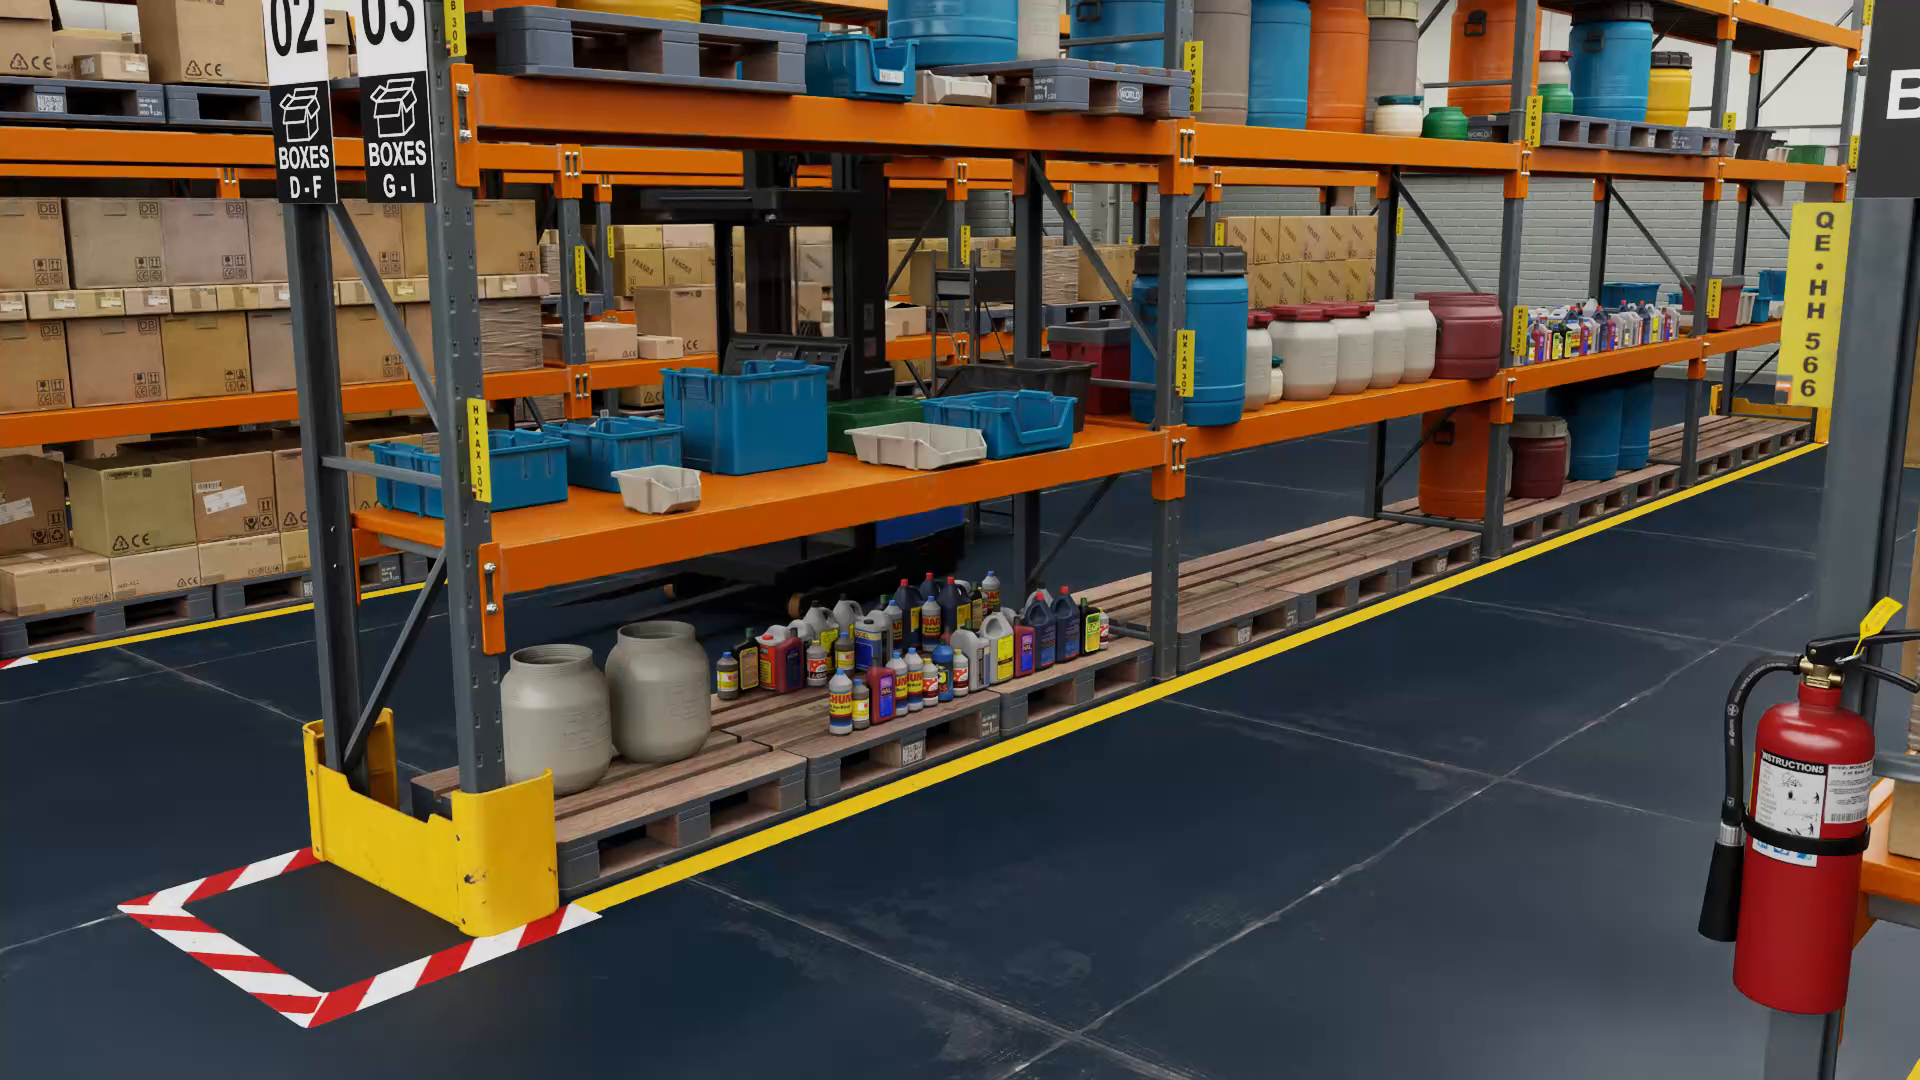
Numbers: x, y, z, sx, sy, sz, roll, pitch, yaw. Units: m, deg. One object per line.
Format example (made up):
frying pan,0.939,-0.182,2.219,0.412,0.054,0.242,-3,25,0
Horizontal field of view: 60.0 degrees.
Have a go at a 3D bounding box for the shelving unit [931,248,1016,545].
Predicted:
shelving unit,0.109,-1.054,12.127,0.431,2.100,0.503,10,15,40

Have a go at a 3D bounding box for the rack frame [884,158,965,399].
rack frame,-0.372,-2.039,14.760,1.000,3.000,0.127,10,15,40

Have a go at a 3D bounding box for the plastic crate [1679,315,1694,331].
plastic crate,6.401,-1.936,14.767,0.396,0.136,0.243,10,15,40

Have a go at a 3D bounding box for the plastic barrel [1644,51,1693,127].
plastic barrel,5.537,-3.595,13.340,0.600,0.588,0.600,0,11,0

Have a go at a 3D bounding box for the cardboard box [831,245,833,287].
cardboard box,-1.571,-3.371,20.366,0.500,0.500,0.500,9,15,39

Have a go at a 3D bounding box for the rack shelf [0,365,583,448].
rack shelf,-4.333,-0.803,10.411,1.077,0.370,4.000,10,15,40

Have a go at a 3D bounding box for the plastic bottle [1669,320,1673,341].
plastic bottle,5.913,-1.768,13.914,0.097,0.201,0.097,0,11,0

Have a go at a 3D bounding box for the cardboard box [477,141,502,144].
cardboard box,-5.021,-4.031,16.763,0.637,0.503,0.797,-10,15,-40

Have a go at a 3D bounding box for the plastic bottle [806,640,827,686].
plastic bottle,-0.667,0.568,7.728,0.097,0.201,0.097,0,11,0

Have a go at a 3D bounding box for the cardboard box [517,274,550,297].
cardboard box,-3.031,-1.750,11.401,0.380,0.149,0.250,10,15,40

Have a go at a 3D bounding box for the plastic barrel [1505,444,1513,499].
plastic barrel,3.962,-0.552,12.598,0.421,0.512,0.421,0,11,0

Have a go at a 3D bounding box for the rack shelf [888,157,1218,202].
rack shelf,0.948,-3.451,16.010,1.077,0.370,4.000,10,15,40

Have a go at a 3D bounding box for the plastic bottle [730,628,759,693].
plastic bottle,-0.988,0.549,7.615,0.061,0.283,0.133,10,15,42

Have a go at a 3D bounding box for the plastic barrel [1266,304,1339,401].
plastic barrel,1.986,-1.096,9.694,0.433,0.535,0.433,0,11,0

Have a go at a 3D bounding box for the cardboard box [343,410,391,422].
cardboard box,-5.959,-1.273,16.185,0.700,0.500,0.500,9,15,39

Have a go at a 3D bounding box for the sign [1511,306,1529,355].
sign,3.764,-1.408,11.184,0.100,0.325,0.005,10,15,40

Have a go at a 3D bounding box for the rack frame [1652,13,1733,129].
rack frame,5.987,-4.928,13.910,1.000,3.000,0.127,10,15,40

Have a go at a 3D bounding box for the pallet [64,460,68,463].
pallet,-7.153,-0.619,14.773,1.003,0.211,1.213,10,15,40

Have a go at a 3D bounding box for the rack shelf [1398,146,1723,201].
rack shelf,4.667,-2.810,12.801,1.077,0.370,4.000,10,15,40

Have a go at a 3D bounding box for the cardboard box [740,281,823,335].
cardboard box,-1.467,-1.839,13.503,0.500,0.500,0.500,9,14,37

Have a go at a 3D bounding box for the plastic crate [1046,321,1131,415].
plastic crate,0.796,-0.951,9.153,0.402,0.464,0.583,10,15,40

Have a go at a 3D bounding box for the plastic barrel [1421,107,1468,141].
plastic barrel,3.222,-2.750,11.057,0.294,0.245,0.294,0,11,0

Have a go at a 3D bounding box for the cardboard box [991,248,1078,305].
cardboard box,0.706,-2.511,15.796,0.500,0.500,0.700,-9,14,-37

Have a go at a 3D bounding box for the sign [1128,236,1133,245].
sign,1.856,-3.121,17.967,0.100,0.325,0.005,10,15,40

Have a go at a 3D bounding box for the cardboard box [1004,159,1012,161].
cardboard box,0.227,-3.702,15.175,0.910,0.500,0.500,10,15,40

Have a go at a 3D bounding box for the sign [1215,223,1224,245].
sign,2.688,-3.124,17.236,0.100,0.325,0.005,10,15,40

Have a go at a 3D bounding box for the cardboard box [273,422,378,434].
cardboard box,-4.214,-0.501,11.092,0.500,0.500,0.500,10,15,40

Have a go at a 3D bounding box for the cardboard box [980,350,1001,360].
cardboard box,0.137,-2.572,22.740,0.700,0.500,0.500,9,14,39

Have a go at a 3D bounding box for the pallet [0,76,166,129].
pallet,-5.167,-2.390,9.086,1.003,0.211,1.213,10,15,40

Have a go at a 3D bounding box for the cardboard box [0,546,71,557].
cardboard box,-5.521,0.164,9.681,0.500,0.250,0.500,10,15,40

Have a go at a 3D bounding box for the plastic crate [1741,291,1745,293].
plastic crate,7.782,-2.431,17.000,0.416,0.233,0.300,10,15,40

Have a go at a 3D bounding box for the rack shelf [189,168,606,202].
rack shelf,-5.416,-3.502,16.267,1.077,0.370,4.000,10,15,40

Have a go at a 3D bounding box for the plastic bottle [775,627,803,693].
plastic bottle,-0.784,0.549,7.617,0.061,0.283,0.133,10,15,40

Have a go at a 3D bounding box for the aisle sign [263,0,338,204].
aisle sign,-2.205,-1.523,5.542,0.394,0.787,0.004,10,15,40

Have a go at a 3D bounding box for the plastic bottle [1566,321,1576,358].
plastic bottle,4.518,-1.492,12.350,0.097,0.271,0.097,0,11,0

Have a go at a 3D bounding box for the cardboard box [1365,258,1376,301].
cardboard box,4.818,-3.164,20.137,0.500,0.500,0.500,10,15,42

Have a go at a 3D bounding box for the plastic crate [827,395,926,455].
plastic crate,-0.402,-0.542,7.808,0.450,0.188,0.662,10,15,40

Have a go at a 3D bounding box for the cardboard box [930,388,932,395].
cardboard box,0.069,-1.197,15.802,0.500,0.500,0.500,11,15,43

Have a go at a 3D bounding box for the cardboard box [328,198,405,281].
cardboard box,-3.964,-1.921,10.604,0.700,0.500,0.500,10,15,40

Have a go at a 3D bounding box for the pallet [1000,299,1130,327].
pallet,0.908,-2.231,16.214,1.003,0.211,1.213,10,15,40

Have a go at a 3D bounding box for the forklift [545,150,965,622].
forklift,-1.198,-1.067,10.072,1.130,2.935,3.031,7,13,33

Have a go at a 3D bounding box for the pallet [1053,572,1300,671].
pallet,1.195,0.438,9.481,1.003,0.211,1.213,10,15,40

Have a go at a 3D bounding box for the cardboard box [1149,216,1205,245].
cardboard box,2.408,-3.274,18.139,0.500,0.500,0.500,10,15,41

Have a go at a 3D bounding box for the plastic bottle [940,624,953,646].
plastic bottle,-0.033,0.525,7.738,0.061,0.283,0.133,10,15,40

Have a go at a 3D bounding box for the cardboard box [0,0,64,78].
cardboard box,-5.270,-2.742,8.929,0.637,0.503,0.797,-11,16,-44

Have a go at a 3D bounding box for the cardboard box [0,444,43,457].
cardboard box,-7.954,-0.767,13.652,0.700,0.500,0.500,9,14,37

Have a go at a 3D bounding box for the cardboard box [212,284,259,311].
cardboard box,-4.383,-1.448,9.893,0.380,0.149,0.250,10,15,40

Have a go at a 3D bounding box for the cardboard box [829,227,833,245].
cardboard box,-1.571,-3.738,20.286,0.500,0.250,0.500,10,15,42

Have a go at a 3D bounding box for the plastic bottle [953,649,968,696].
plastic bottle,-0.010,0.599,7.573,0.097,0.201,0.097,0,11,0

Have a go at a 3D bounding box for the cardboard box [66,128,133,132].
cardboard box,-7.227,-3.441,13.815,0.500,0.500,0.500,8,14,36

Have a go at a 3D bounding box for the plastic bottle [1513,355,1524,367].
plastic bottle,3.875,-1.359,11.672,0.152,0.276,0.135,10,15,40

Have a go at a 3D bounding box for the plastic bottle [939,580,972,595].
plastic bottle,-0.027,0.352,8.621,0.152,0.276,0.135,10,15,42

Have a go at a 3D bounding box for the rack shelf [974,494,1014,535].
rack shelf,0.109,-0.354,12.267,0.431,0.518,0.480,10,15,40

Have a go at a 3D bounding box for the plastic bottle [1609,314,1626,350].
plastic bottle,5.153,-1.644,13.099,0.152,0.276,0.135,10,15,40

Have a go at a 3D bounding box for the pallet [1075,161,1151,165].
pallet,1.103,-3.766,16.230,1.213,0.211,1.003,10,15,40

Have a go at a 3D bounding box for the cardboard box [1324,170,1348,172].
cardboard box,4.109,-4.356,19.087,0.500,0.250,0.500,10,15,40

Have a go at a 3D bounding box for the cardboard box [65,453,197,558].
cardboard box,-4.803,-0.211,9.642,0.500,0.500,0.500,10,15,40

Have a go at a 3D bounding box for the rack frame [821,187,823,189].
rack frame,-1.455,-3.267,20.910,1.000,3.000,0.127,10,15,40
